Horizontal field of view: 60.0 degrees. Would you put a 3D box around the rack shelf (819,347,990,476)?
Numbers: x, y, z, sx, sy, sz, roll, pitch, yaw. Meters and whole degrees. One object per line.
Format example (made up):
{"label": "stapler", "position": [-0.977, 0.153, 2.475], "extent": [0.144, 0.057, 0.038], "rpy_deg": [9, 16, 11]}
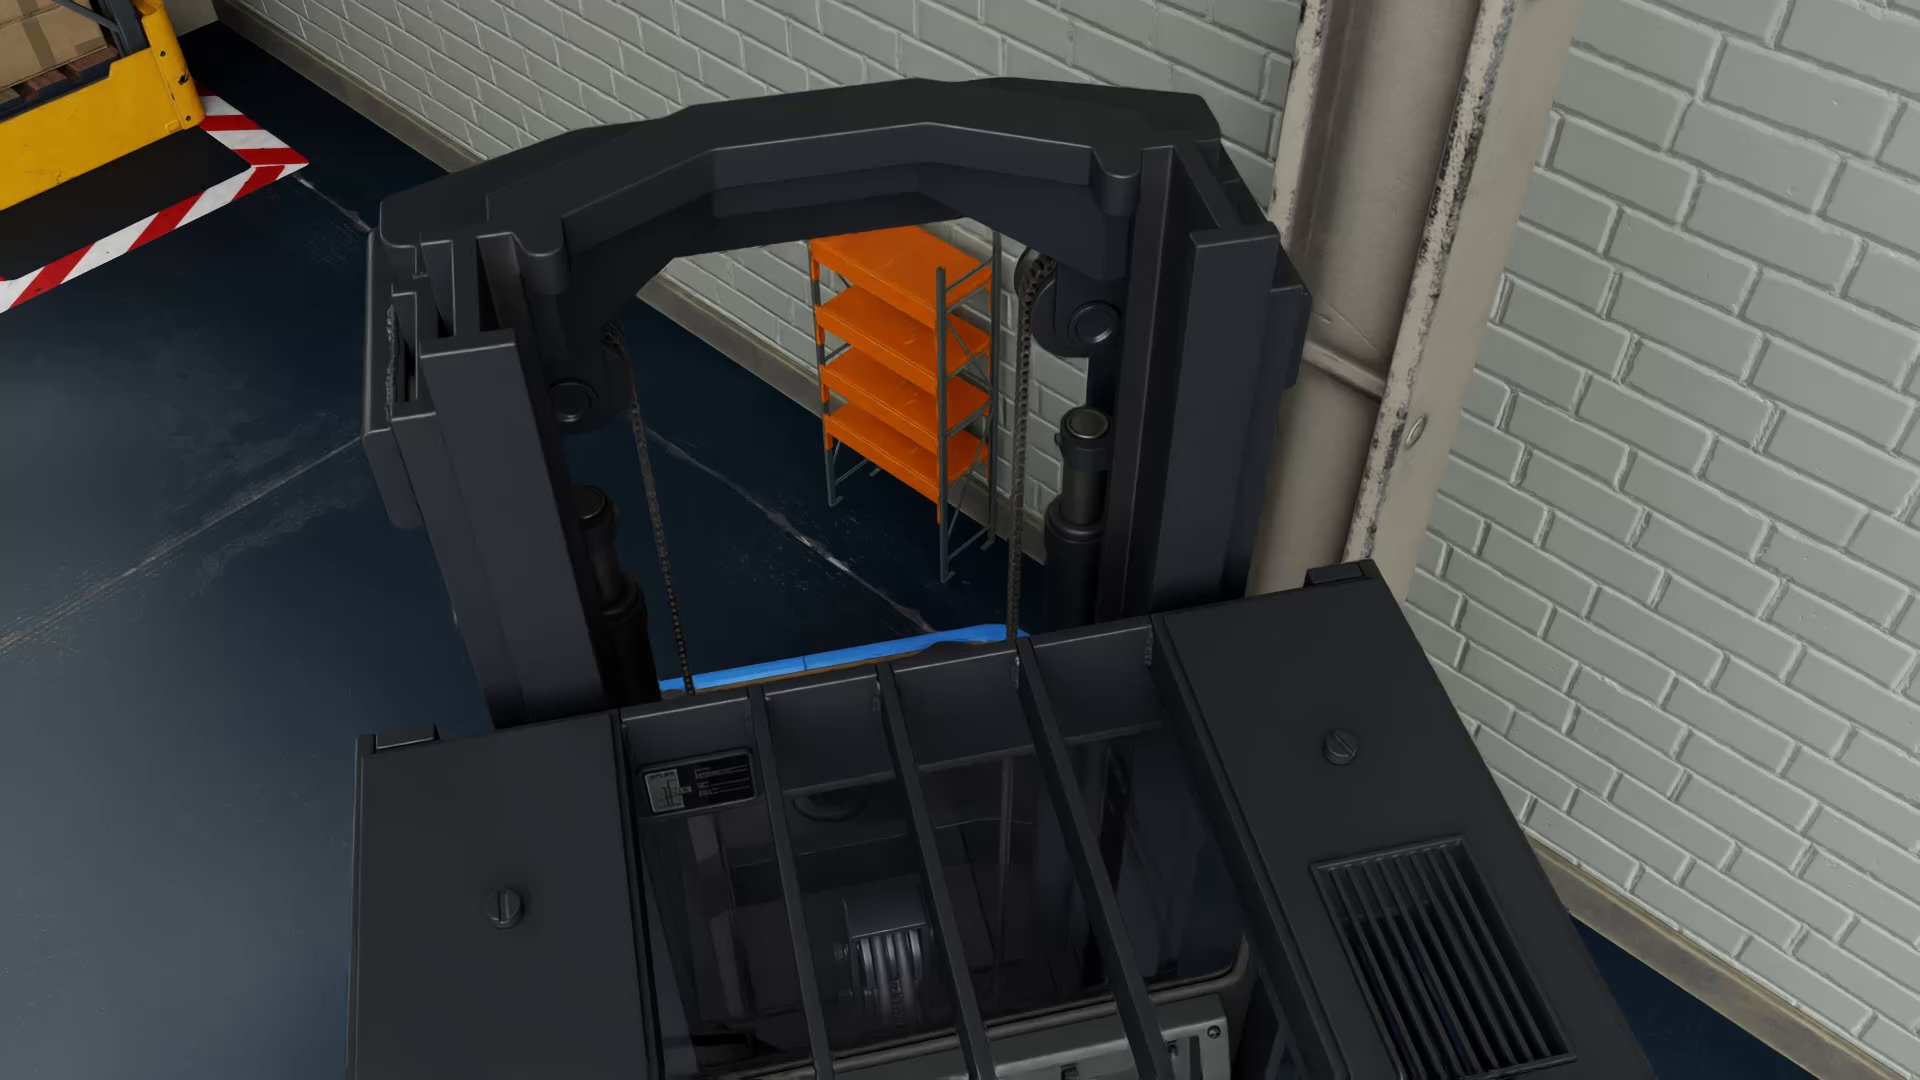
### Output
{"label": "rack shelf", "position": [-0.156, -0.418, 4.912], "extent": [0.480, 0.148, 0.258], "rpy_deg": [33, 55, 27]}

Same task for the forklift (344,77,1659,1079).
{"label": "forklift", "position": [-0.006, 1.028, 2.275], "extent": [1.130, 2.935, 3.031], "rpy_deg": [-9, 48, -9]}

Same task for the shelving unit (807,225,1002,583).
{"label": "shelving unit", "position": [-0.156, -0.464, 4.863], "extent": [0.503, 1.200, 0.258], "rpy_deg": [33, 55, 27]}

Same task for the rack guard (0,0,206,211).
{"label": "rack guard", "position": [-3.623, -1.694, 6.498], "extent": [0.348, 0.500, 1.175], "rpy_deg": [34, 55, 28]}

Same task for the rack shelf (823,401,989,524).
{"label": "rack shelf", "position": [-0.156, -0.282, 5.056], "extent": [0.480, 0.148, 0.258], "rpy_deg": [33, 55, 27]}

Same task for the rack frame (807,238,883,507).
{"label": "rack frame", "position": [-0.337, -0.583, 4.975], "extent": [0.015, 1.200, 0.240], "rpy_deg": [33, 55, 27]}

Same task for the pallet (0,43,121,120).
{"label": "pallet", "position": [-4.232, -1.963, 6.948], "extent": [1.213, 0.211, 1.003], "rpy_deg": [34, 55, 28]}

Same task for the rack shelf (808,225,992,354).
{"label": "rack shelf", "position": [-0.156, -0.733, 4.576], "extent": [0.480, 0.148, 0.258], "rpy_deg": [33, 55, 27]}

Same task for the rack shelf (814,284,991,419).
{"label": "rack shelf", "position": [-0.156, -0.571, 4.748], "extent": [0.480, 0.148, 0.258], "rpy_deg": [33, 55, 27]}

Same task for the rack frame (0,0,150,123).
{"label": "rack frame", "position": [-3.641, -2.562, 5.598], "extent": [0.127, 3.000, 1.000], "rpy_deg": [34, 55, 28]}

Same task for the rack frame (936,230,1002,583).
{"label": "rack frame", "position": [0.025, -0.345, 4.750], "extent": [0.015, 1.200, 0.240], "rpy_deg": [33, 55, 27]}

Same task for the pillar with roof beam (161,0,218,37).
{"label": "pillar with roof beam", "position": [-6.461, -3.136, 2.022], "extent": [0.400, 9.000, 9.100], "rpy_deg": [34, 55, 28]}

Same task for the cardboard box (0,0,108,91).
{"label": "cardboard box", "position": [-3.869, -2.112, 6.773], "extent": [0.500, 0.250, 0.500], "rpy_deg": [34, 56, 28]}
